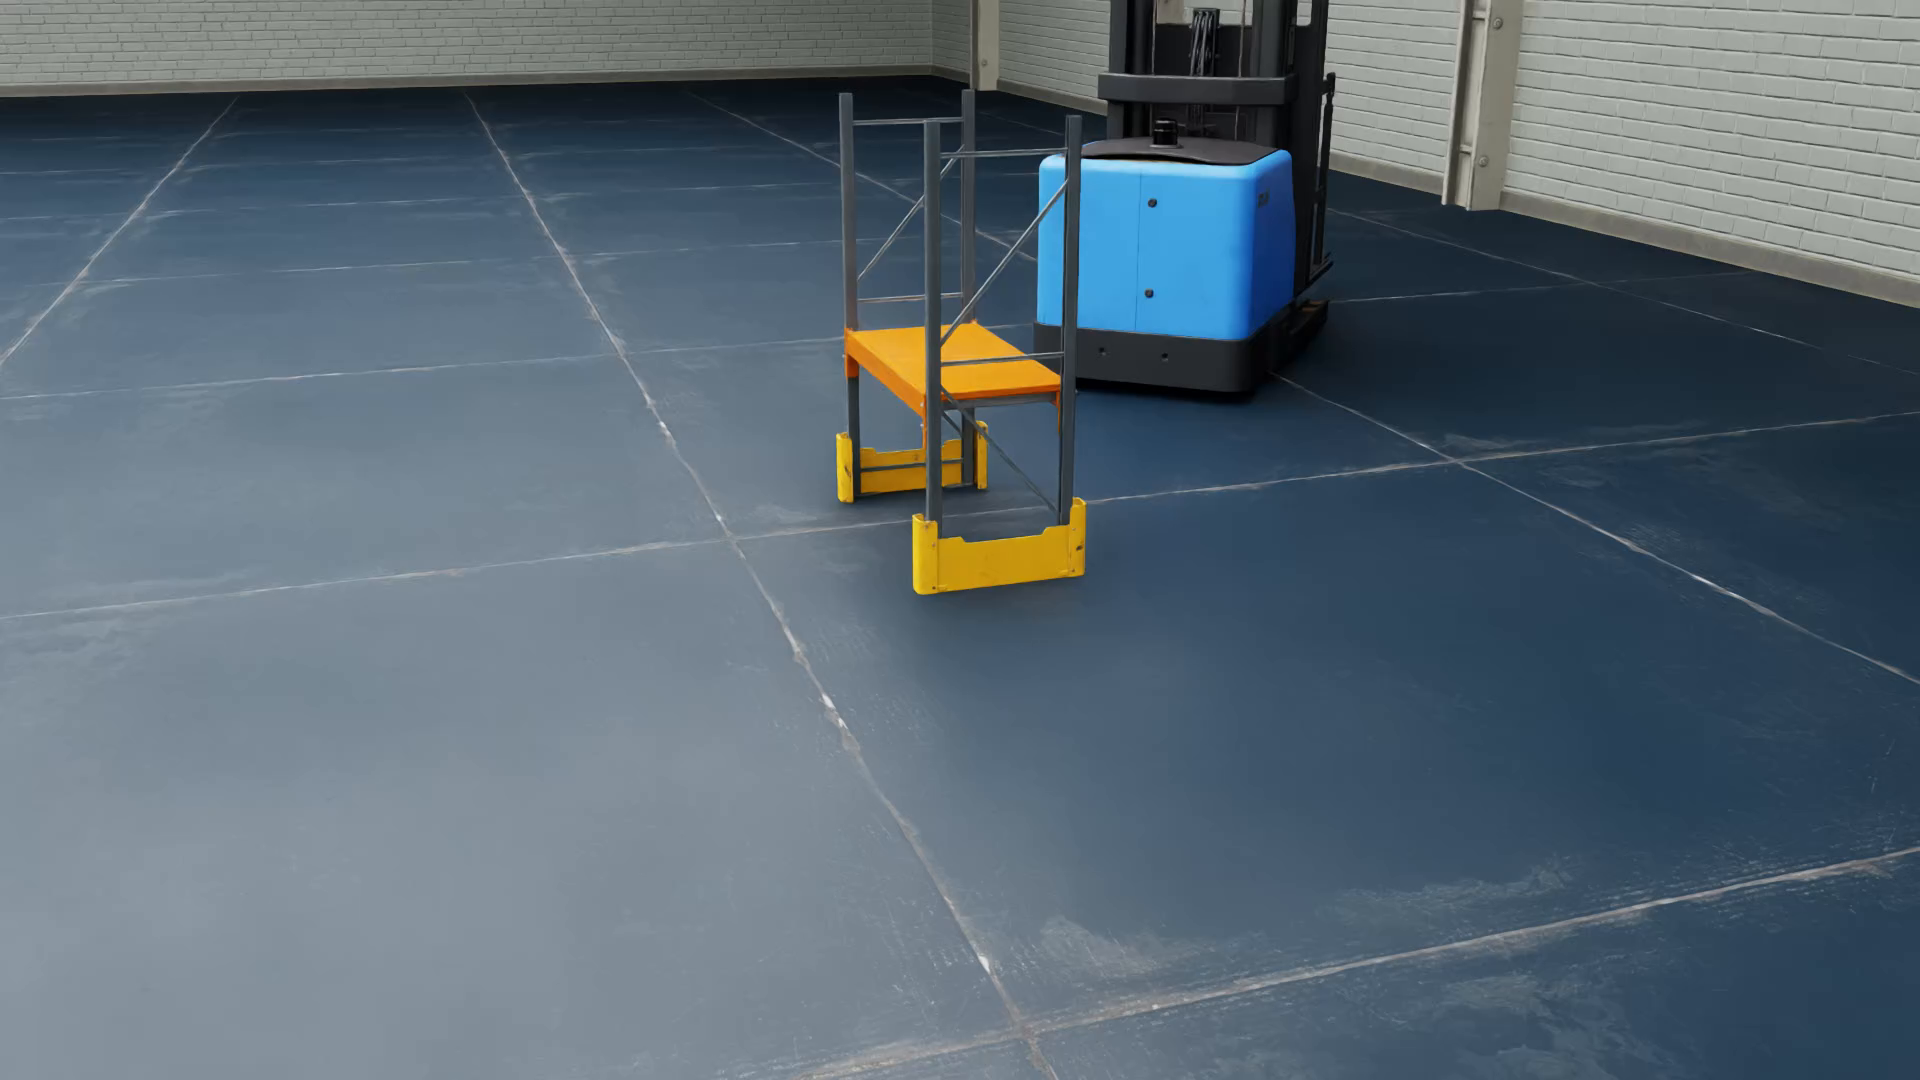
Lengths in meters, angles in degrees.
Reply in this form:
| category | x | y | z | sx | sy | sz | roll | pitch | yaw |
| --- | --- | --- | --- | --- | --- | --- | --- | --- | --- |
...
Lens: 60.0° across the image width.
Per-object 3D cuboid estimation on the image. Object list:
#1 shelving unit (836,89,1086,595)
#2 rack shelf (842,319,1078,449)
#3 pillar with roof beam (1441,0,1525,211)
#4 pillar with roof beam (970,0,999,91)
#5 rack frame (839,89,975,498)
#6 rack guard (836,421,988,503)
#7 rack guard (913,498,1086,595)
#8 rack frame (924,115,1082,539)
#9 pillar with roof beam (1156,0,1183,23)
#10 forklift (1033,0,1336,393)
| category | x | y | z | sx | sy | sz | roll | pitch | yaw |
| --- | --- | --- | --- | --- | --- | --- | --- | --- | --- |
| shelving unit | -0.024 | -0.730 | 5.731 | 0.587 | 1.500 | 1.083 | -6 | 21 | -17 |
| rack shelf | -0.027 | -0.564 | 5.800 | 0.538 | 0.185 | 1.000 | -6 | 21 | -17 |
| pillar with roof beam | 0.036 | -6.468 | 10.611 | 9.100 | 9.000 | 0.400 | -6 | 21 | -17 |
| pillar with roof beam | -3.735 | -10.319 | 21.332 | 9.100 | 9.000 | 0.400 | -6 | 21 | -17 |
| rack frame | -0.187 | -0.896 | 6.193 | 0.500 | 1.500 | 0.032 | -6 | 21 | -17 |
| rack guard | -0.180 | -0.302 | 6.387 | 0.587 | 0.250 | 0.087 | -6 | 21 | -17 |
| rack guard | 0.133 | 0.018 | 5.497 | 0.587 | 0.250 | 0.087 | -6 | 21 | -17 |
| rack frame | 0.133 | -0.570 | 5.285 | 0.500 | 1.500 | 0.032 | -6 | 21 | -17 |
| pillar with roof beam | -1.850 | -8.393 | 15.972 | 9.100 | 9.000 | 0.400 | -6 | 21 | -17 |
| forklift | 1.379 | -2.515 | 8.582 | 1.130 | 2.935 | 3.031 | 8 | 21 | 21 |
